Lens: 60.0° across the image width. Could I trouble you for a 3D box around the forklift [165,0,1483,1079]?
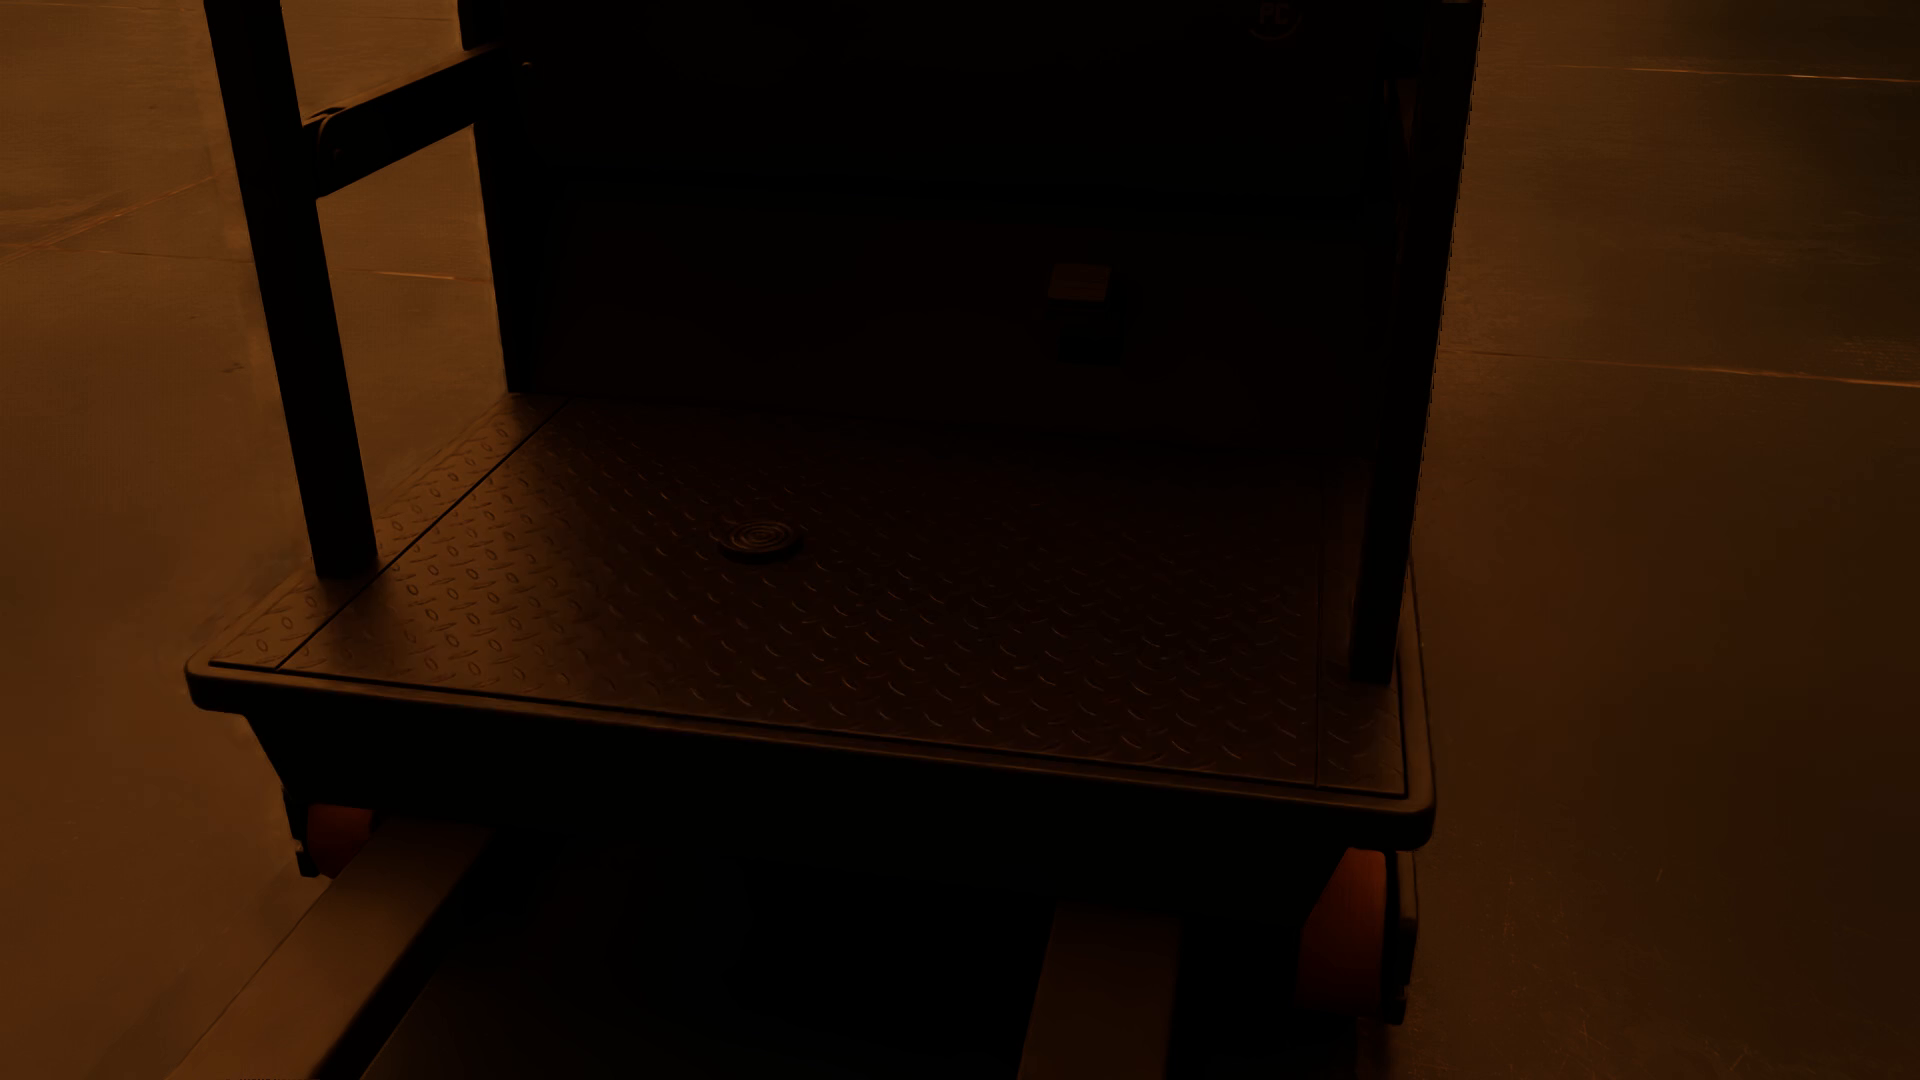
[{"bbox_3d":[-0.071,-1.034,1.296,1.130,2.935,3.031,5,27,10],"label":"forklift"}]
